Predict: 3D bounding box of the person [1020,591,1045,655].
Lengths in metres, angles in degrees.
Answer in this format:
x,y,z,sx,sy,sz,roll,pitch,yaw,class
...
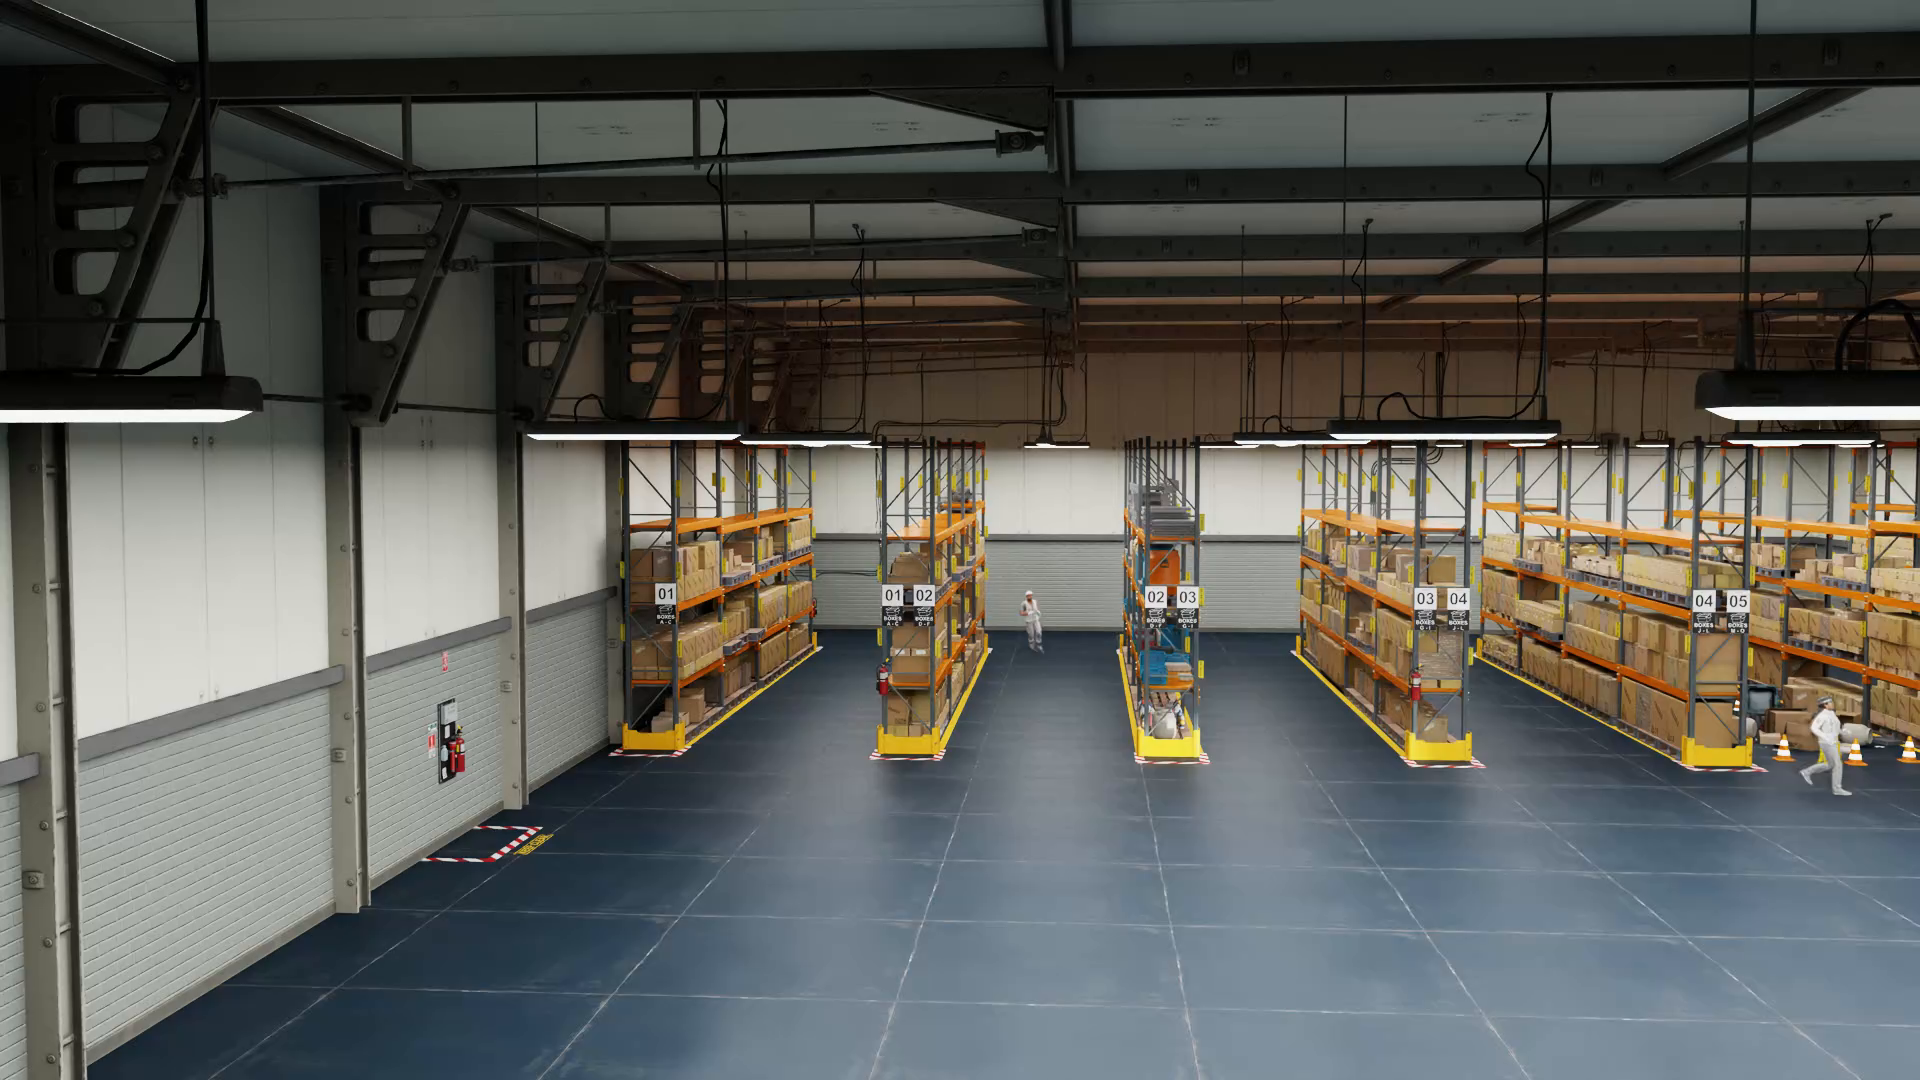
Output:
x,y,z,sx,sy,sz,roll,pitch,yaw,class
1.976,2.338,47.101,0.684,1.825,0.810,-1,3,-19,person

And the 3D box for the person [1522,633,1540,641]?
x,y,z,sx,sy,sz,roll,pitch,yaw,class
16.236,2.376,47.516,0.882,1.595,0.514,-1,3,-15,person

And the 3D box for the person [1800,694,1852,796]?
x,y,z,sx,sy,sz,roll,pitch,yaw,class
14.466,3.398,27.756,0.805,1.665,0.606,3,4,42,person

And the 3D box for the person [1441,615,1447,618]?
x,y,z,sx,sy,sz,roll,pitch,yaw,class
13.516,2.430,46.978,0.620,1.612,0.685,3,4,44,person
